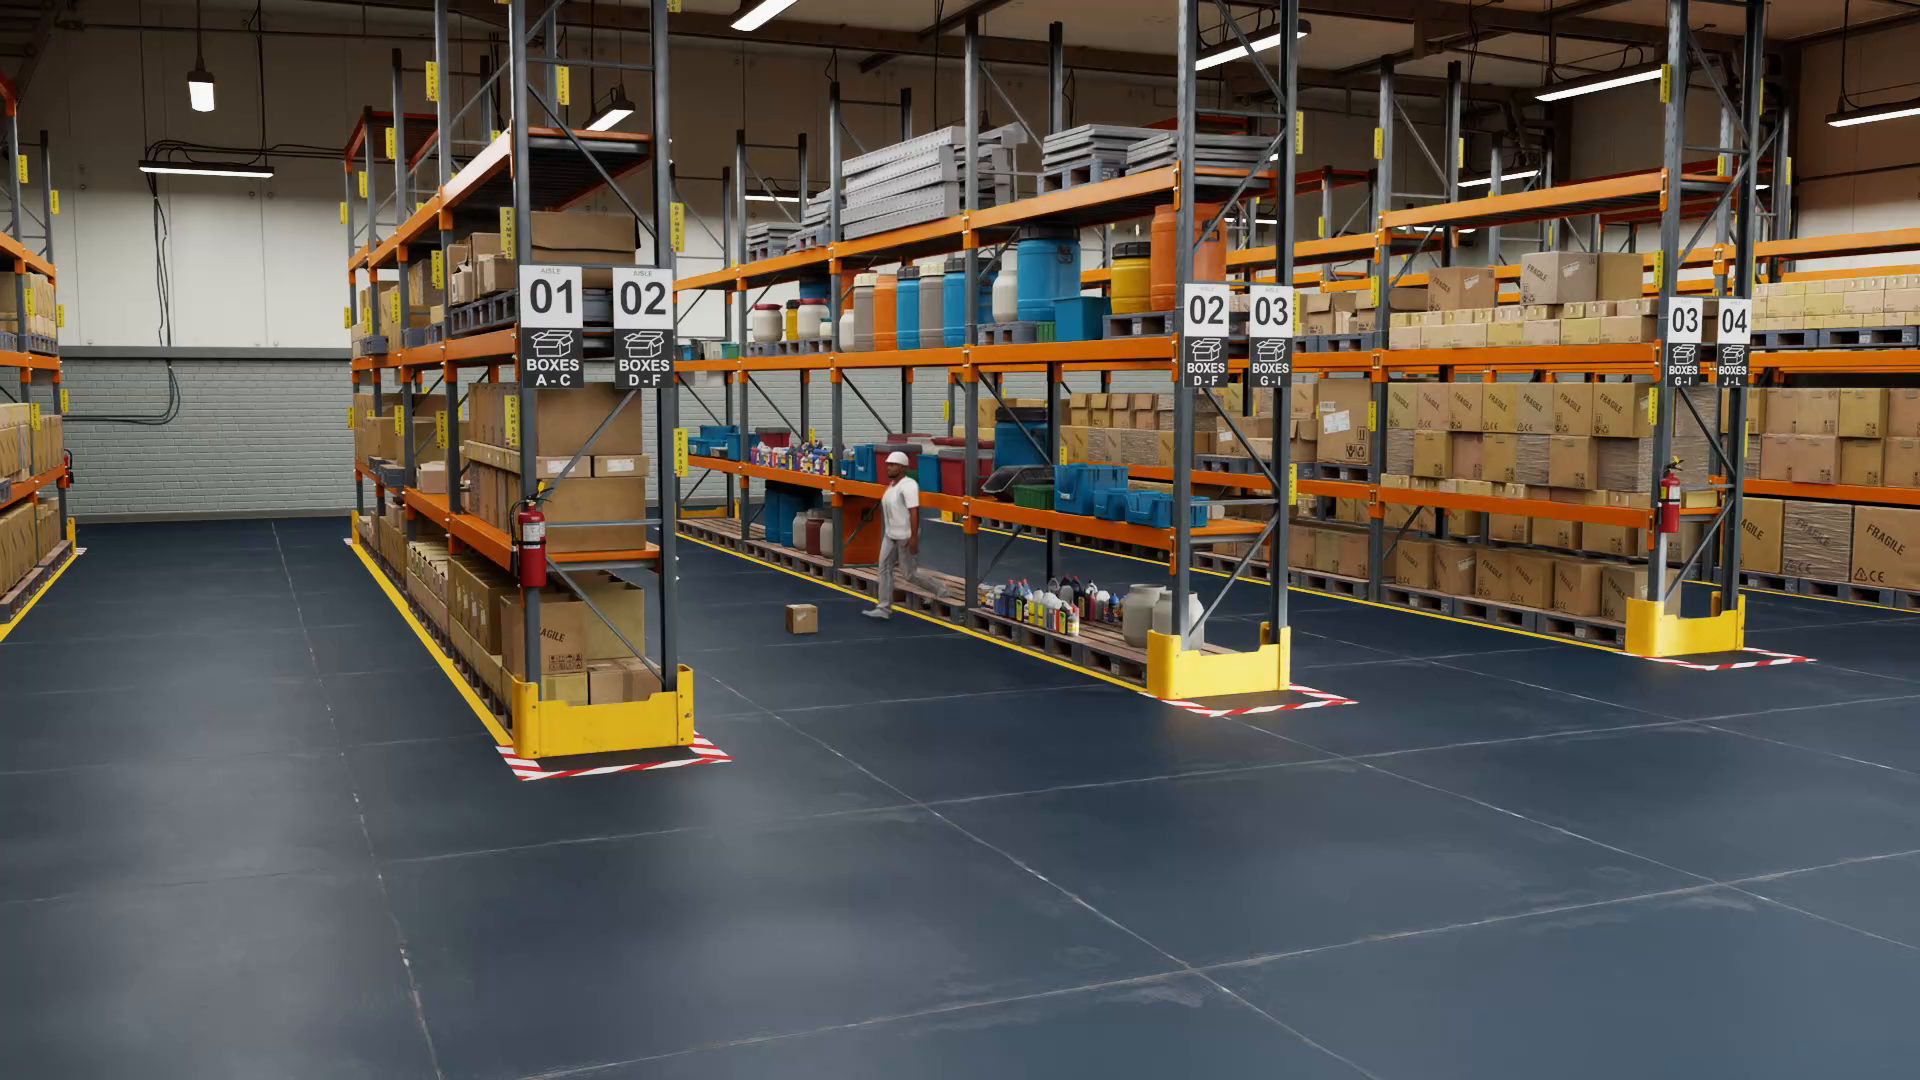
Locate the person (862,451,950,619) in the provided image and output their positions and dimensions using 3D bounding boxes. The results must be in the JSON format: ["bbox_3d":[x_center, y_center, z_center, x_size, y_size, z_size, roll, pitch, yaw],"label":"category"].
[{"bbox_3d":[-0.559,-0.046,17.223,0.957,1.742,0.583,-3,6,-32],"label":"person"}]
